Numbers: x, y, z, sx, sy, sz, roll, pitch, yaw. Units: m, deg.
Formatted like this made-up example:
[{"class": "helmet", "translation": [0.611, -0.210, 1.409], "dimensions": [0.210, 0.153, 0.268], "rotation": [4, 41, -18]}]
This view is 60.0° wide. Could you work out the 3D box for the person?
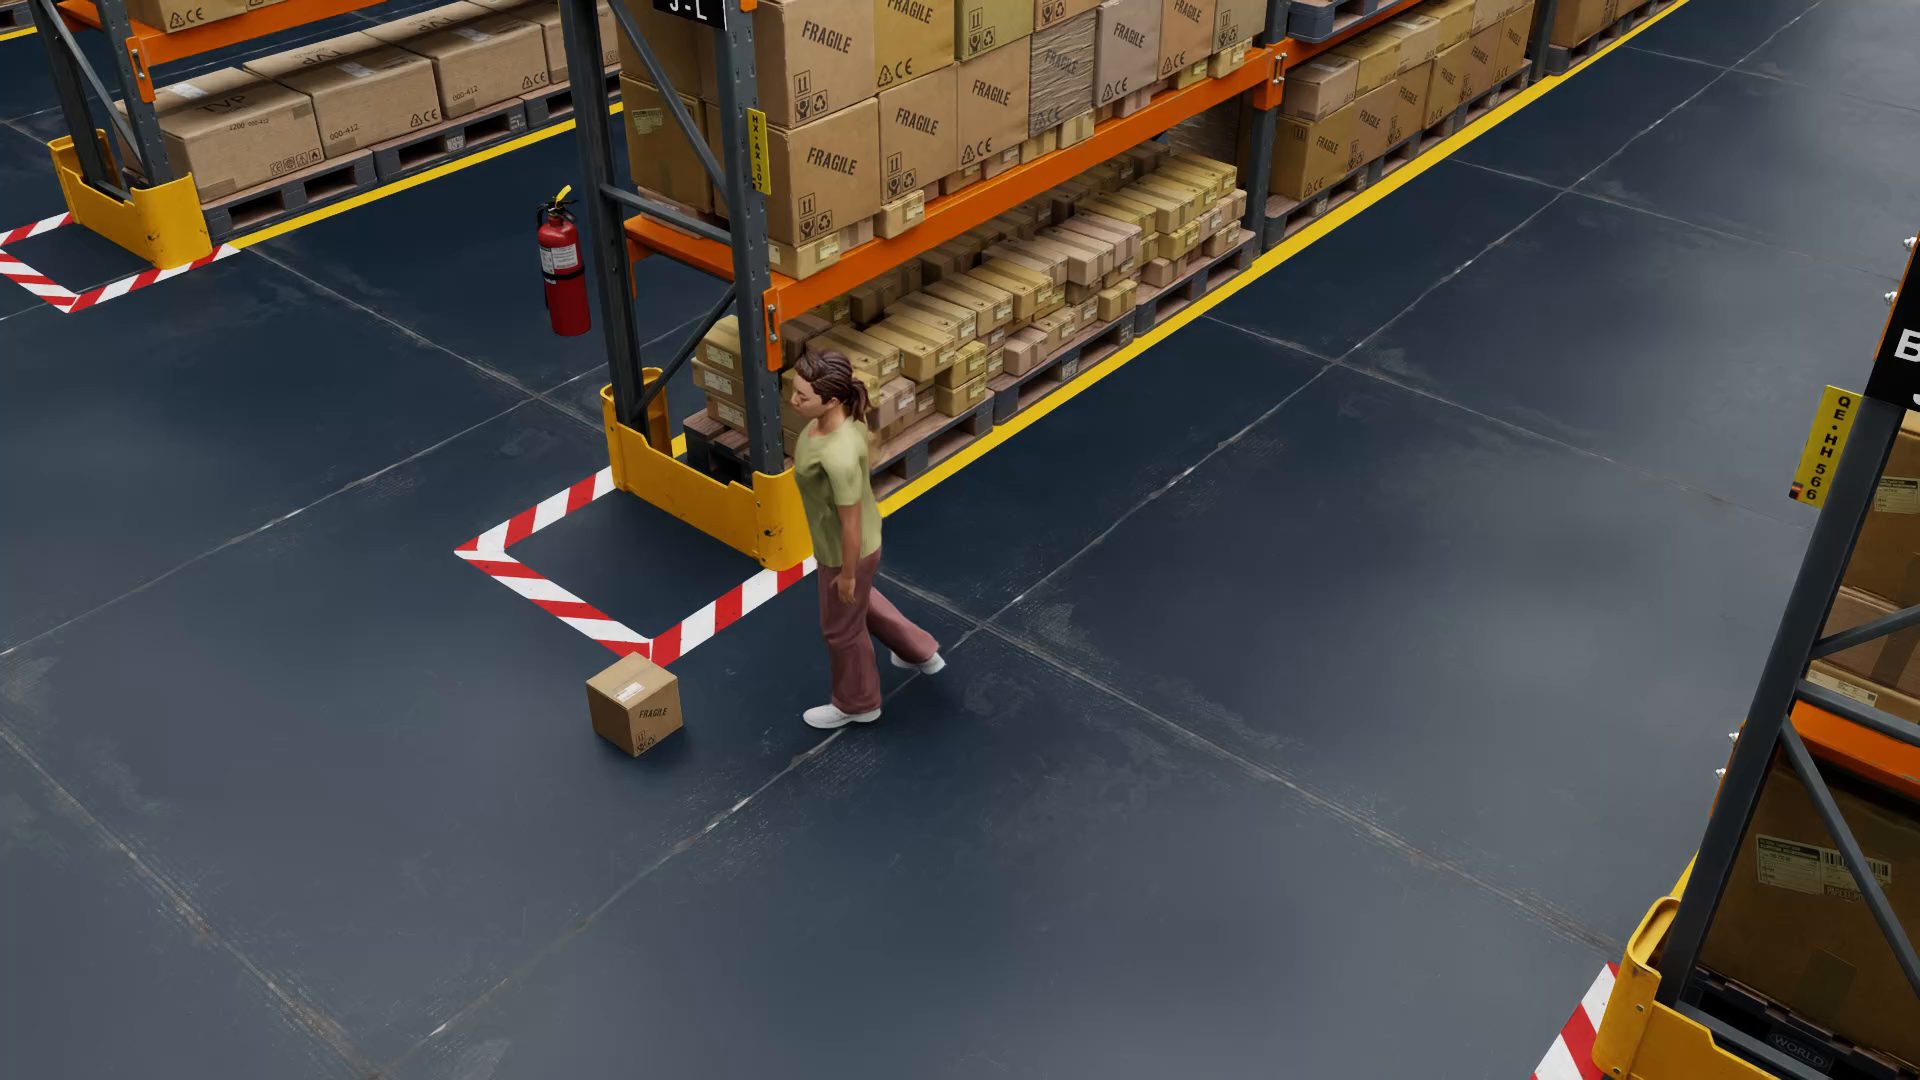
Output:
[{"class": "person", "translation": [-0.338, 0.007, 6.132], "dimensions": [0.563, 1.669, 0.512], "rotation": [-1, 35, -1]}]
